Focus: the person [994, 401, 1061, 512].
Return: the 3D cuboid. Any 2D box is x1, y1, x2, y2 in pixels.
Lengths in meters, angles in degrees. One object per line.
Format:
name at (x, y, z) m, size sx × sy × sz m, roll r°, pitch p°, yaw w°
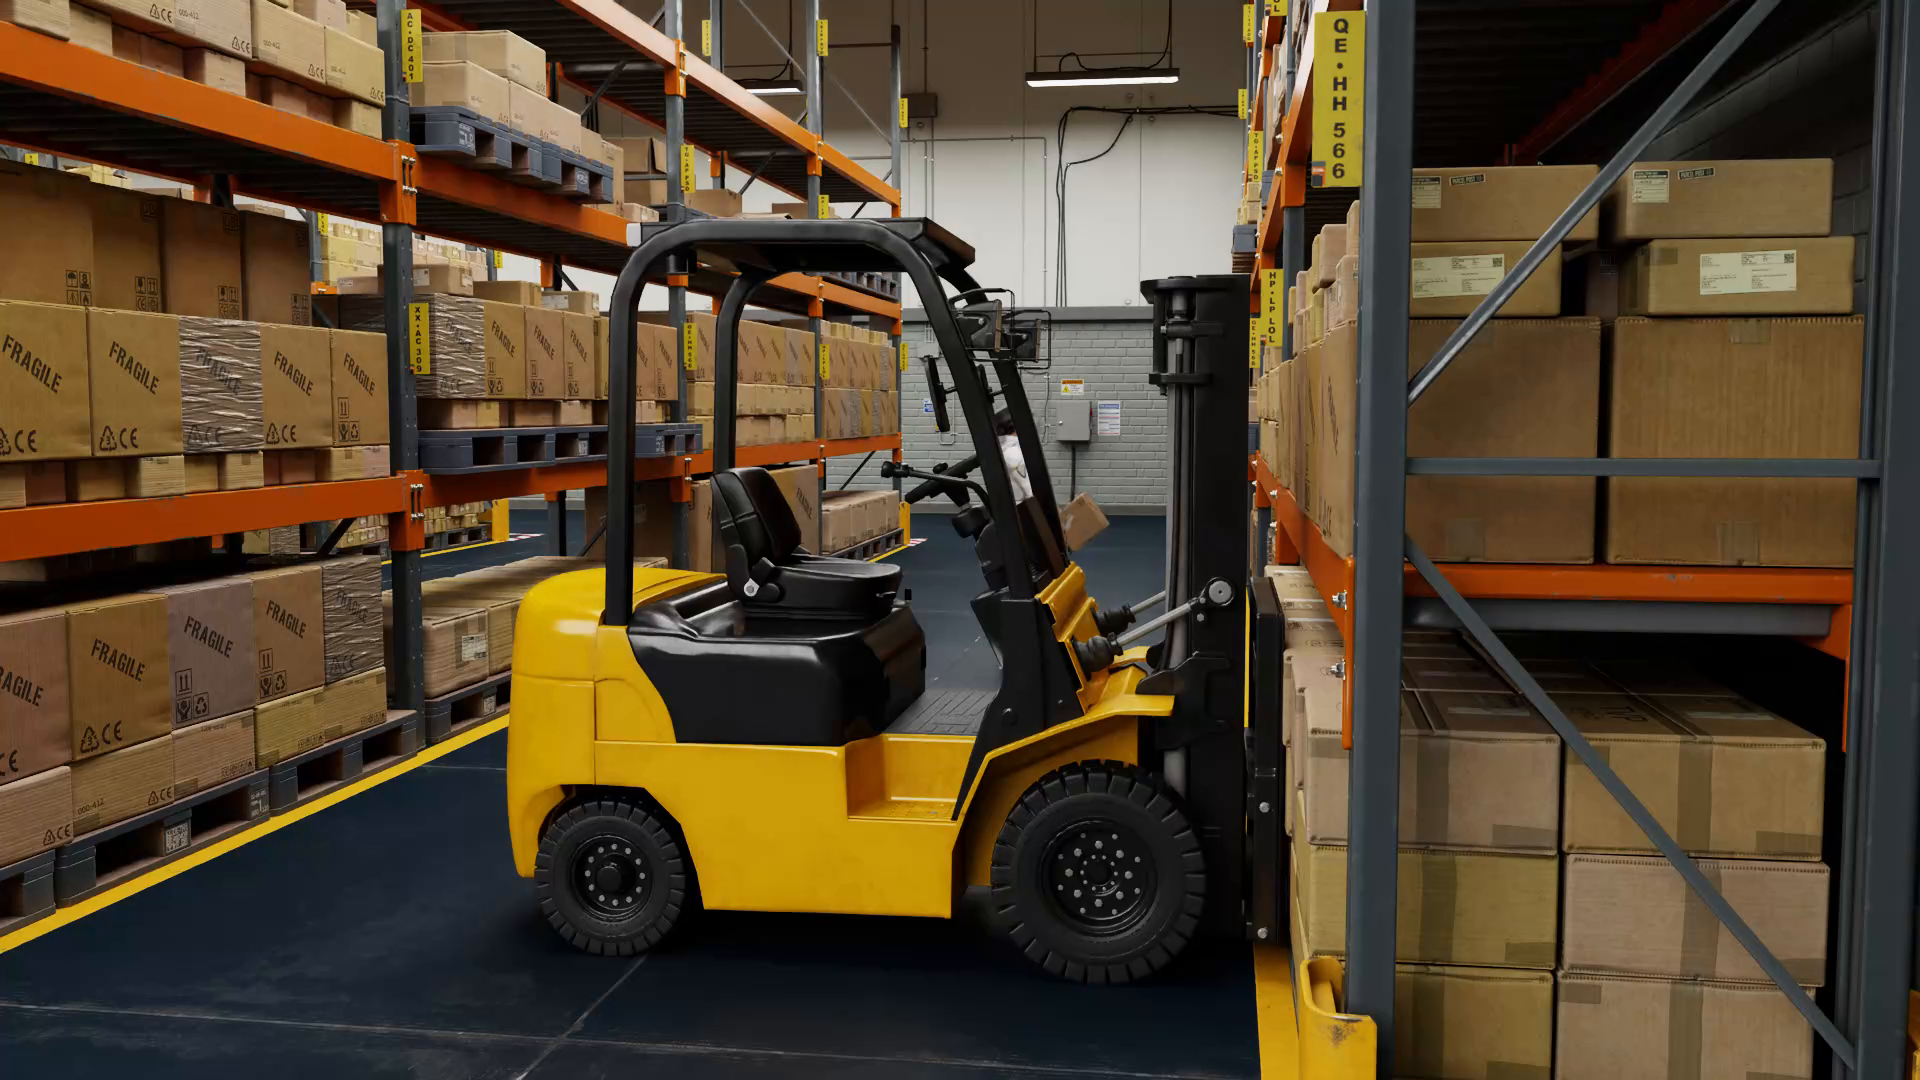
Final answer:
person at (0.439, -0.046, 10.224) m, size 0.535 × 1.701 × 0.511 m, roll 0°, pitch 5°, yaw -3°
